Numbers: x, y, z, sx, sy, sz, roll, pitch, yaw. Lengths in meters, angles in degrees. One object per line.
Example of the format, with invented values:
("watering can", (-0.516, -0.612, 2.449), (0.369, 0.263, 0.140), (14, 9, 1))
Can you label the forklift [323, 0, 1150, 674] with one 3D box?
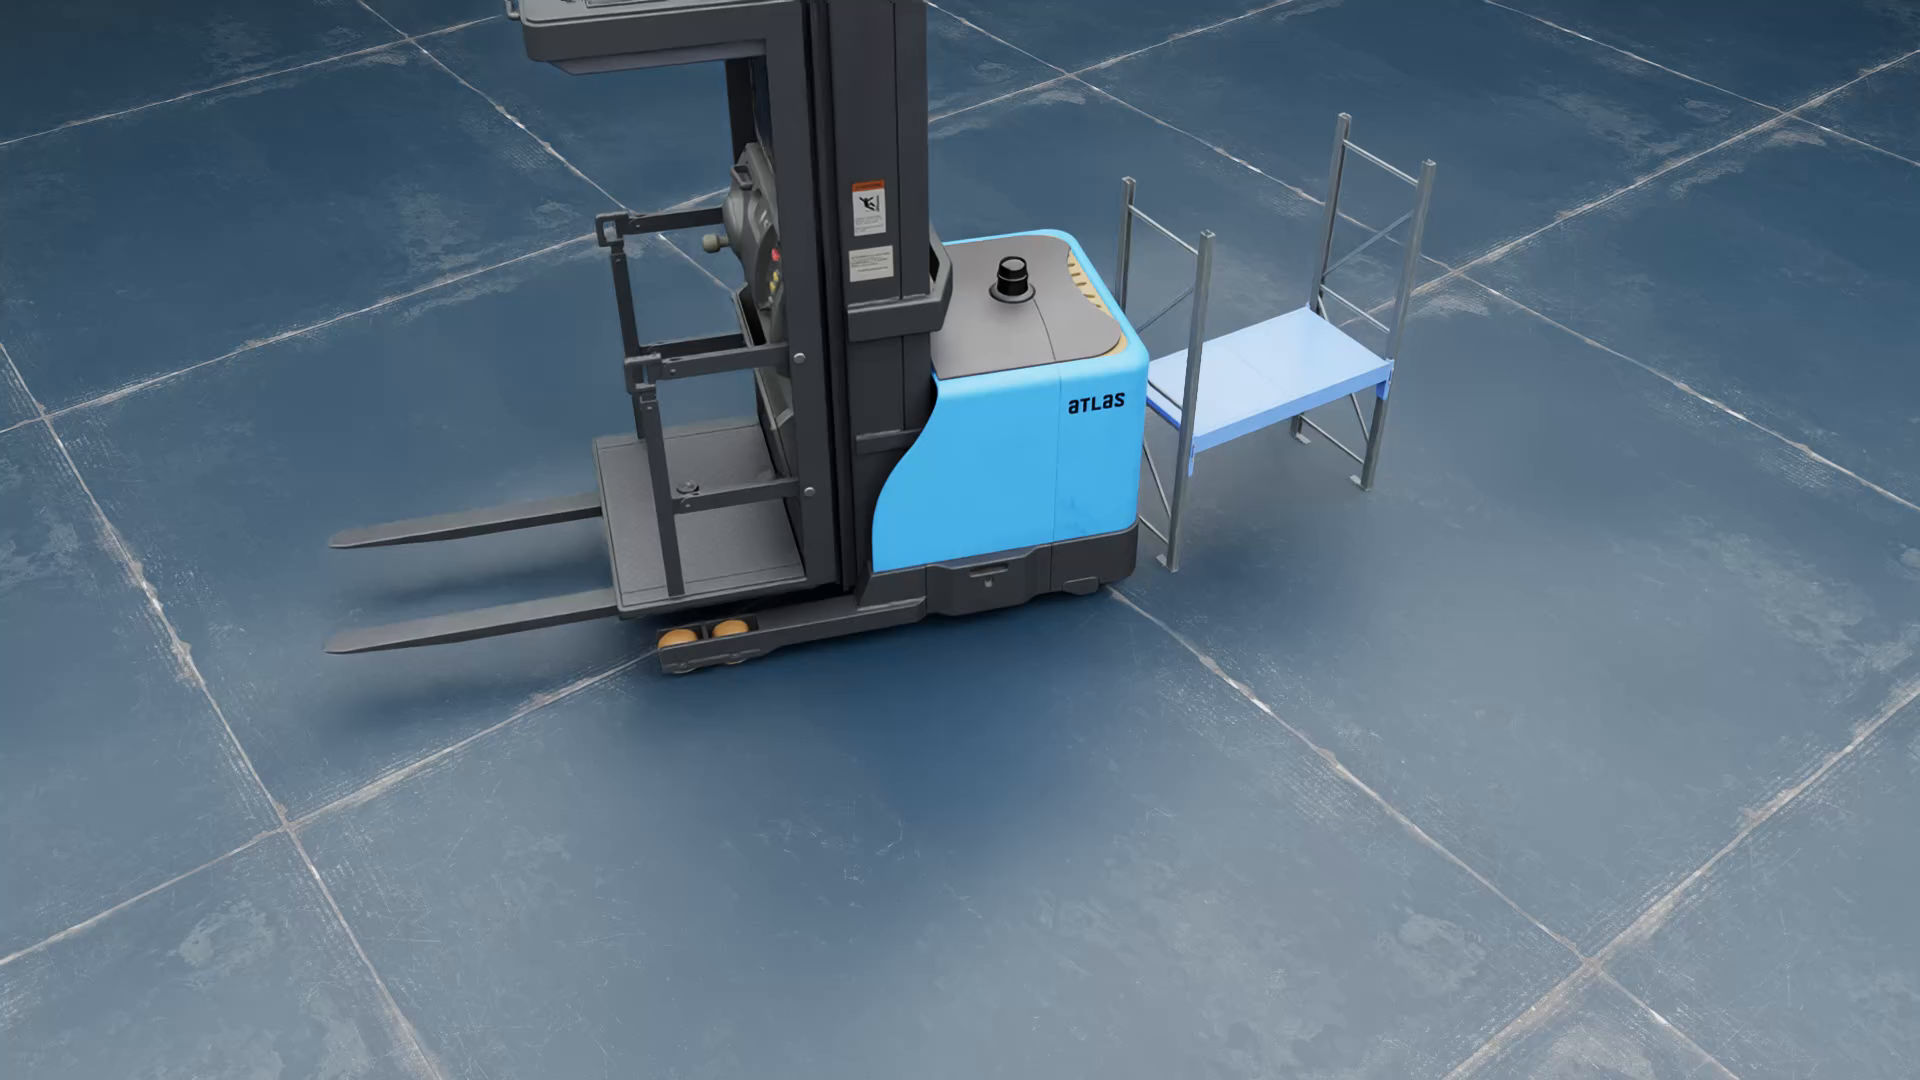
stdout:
("forklift", (-0.886, -1.013, 5.674), (3.031, 2.935, 1.130), (-10, 40, -11))

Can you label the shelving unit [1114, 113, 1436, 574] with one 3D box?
("shelving unit", (1.159, -0.754, 6.487), (1.048, 1.500, 0.538), (-21, 44, -24))

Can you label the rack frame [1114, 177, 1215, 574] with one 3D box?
("rack frame", (0.724, -0.587, 6.283), (0.032, 1.500, 0.500), (-21, 44, -24))

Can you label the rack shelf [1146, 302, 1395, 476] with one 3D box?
("rack shelf", (1.159, -0.615, 6.601), (1.000, 0.185, 0.538), (-21, 44, -24))

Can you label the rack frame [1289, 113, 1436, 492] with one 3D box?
("rack frame", (1.593, -0.922, 6.691), (0.032, 1.500, 0.500), (-21, 44, -24))
